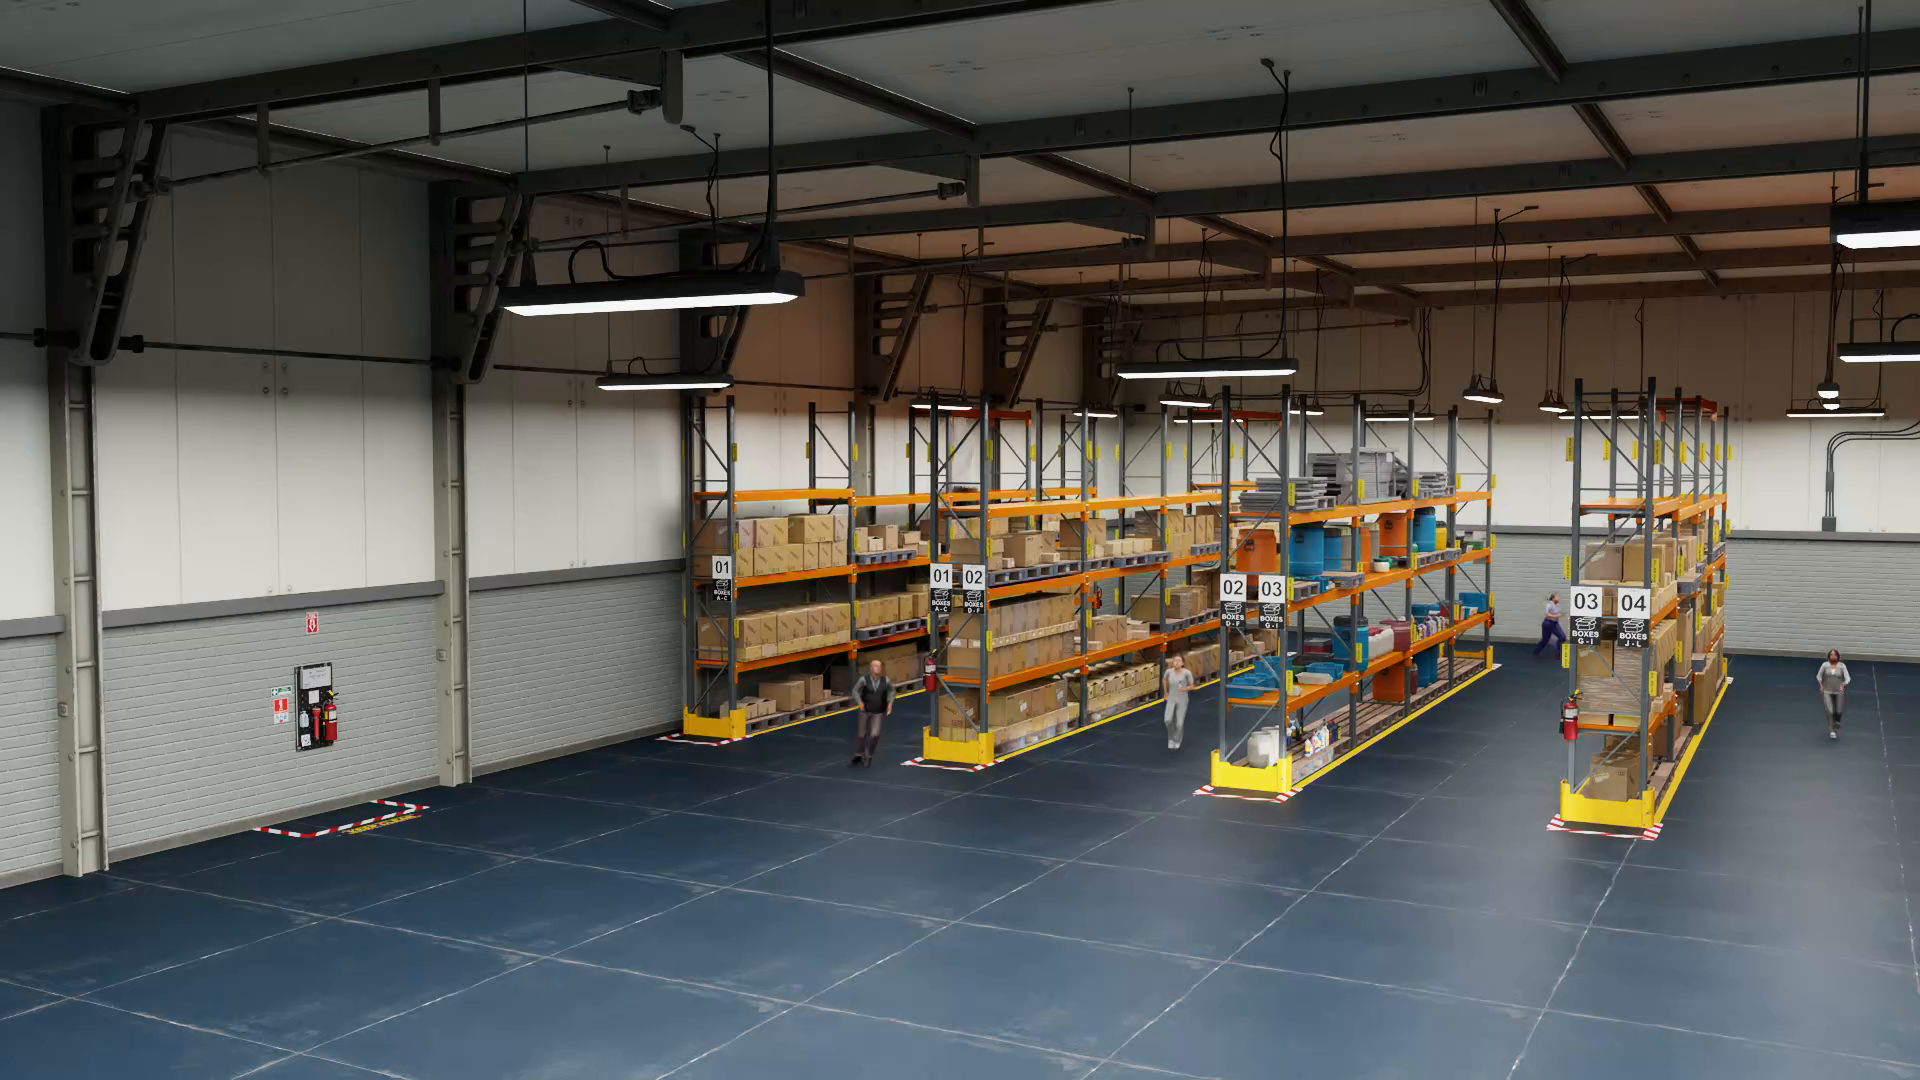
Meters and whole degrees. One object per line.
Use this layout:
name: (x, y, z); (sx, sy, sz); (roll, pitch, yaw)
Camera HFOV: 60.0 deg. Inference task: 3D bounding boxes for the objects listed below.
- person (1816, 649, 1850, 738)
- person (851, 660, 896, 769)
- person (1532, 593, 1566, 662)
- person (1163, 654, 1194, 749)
person: (15.325, 2.687, 29.204); (0.525, 1.554, 0.575); (2, 3, 28)
person: (-1.377, 2.773, 26.510); (0.715, 1.715, 0.663); (0, 3, -3)
person: (14.141, 2.101, 39.897); (0.626, 1.672, 0.827); (-3, 4, -43)
person: (3.637, 2.706, 27.800); (0.559, 1.627, 0.666); (1, 3, 16)
